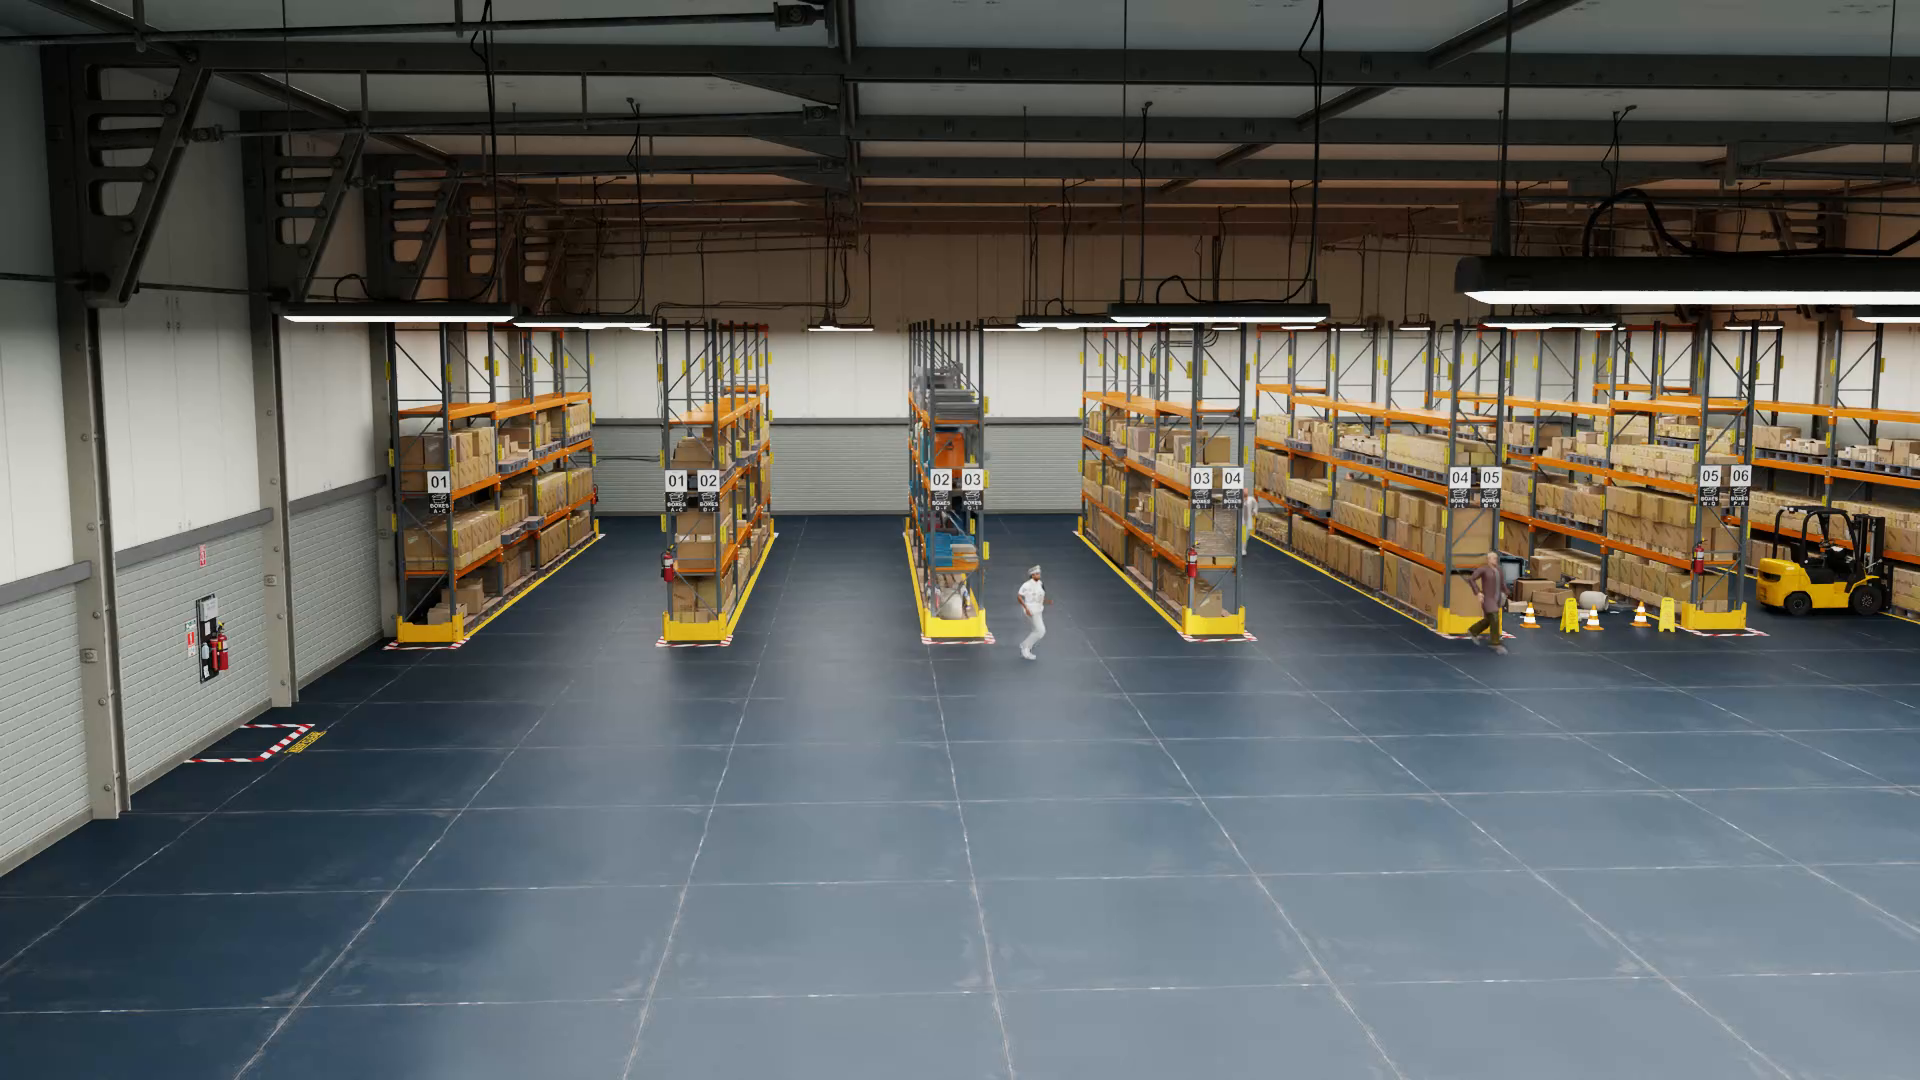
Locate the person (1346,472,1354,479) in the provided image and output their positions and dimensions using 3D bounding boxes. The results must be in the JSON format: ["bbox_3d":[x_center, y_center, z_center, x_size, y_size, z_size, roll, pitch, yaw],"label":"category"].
[{"bbox_3d":[11.644,-1.183,49.400,0.838,1.665,0.587,0,7,-1],"label":"person"}]

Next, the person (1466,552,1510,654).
[{"bbox_3d":[9.613,1.211,30.246,0.711,1.608,0.987,-5,9,-35],"label":"person"}]

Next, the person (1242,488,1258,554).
[{"bbox_3d":[7.455,-0.500,43.460,0.699,1.744,0.670,0,7,0],"label":"person"}]

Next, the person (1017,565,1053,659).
[{"bbox_3d":[1.354,1.270,29.380,0.582,1.667,0.560,4,8,31],"label":"person"}]

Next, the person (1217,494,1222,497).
[{"bbox_3d":[7.295,-0.767,45.819,0.624,1.708,0.916,0,7,2],"label":"person"}]
